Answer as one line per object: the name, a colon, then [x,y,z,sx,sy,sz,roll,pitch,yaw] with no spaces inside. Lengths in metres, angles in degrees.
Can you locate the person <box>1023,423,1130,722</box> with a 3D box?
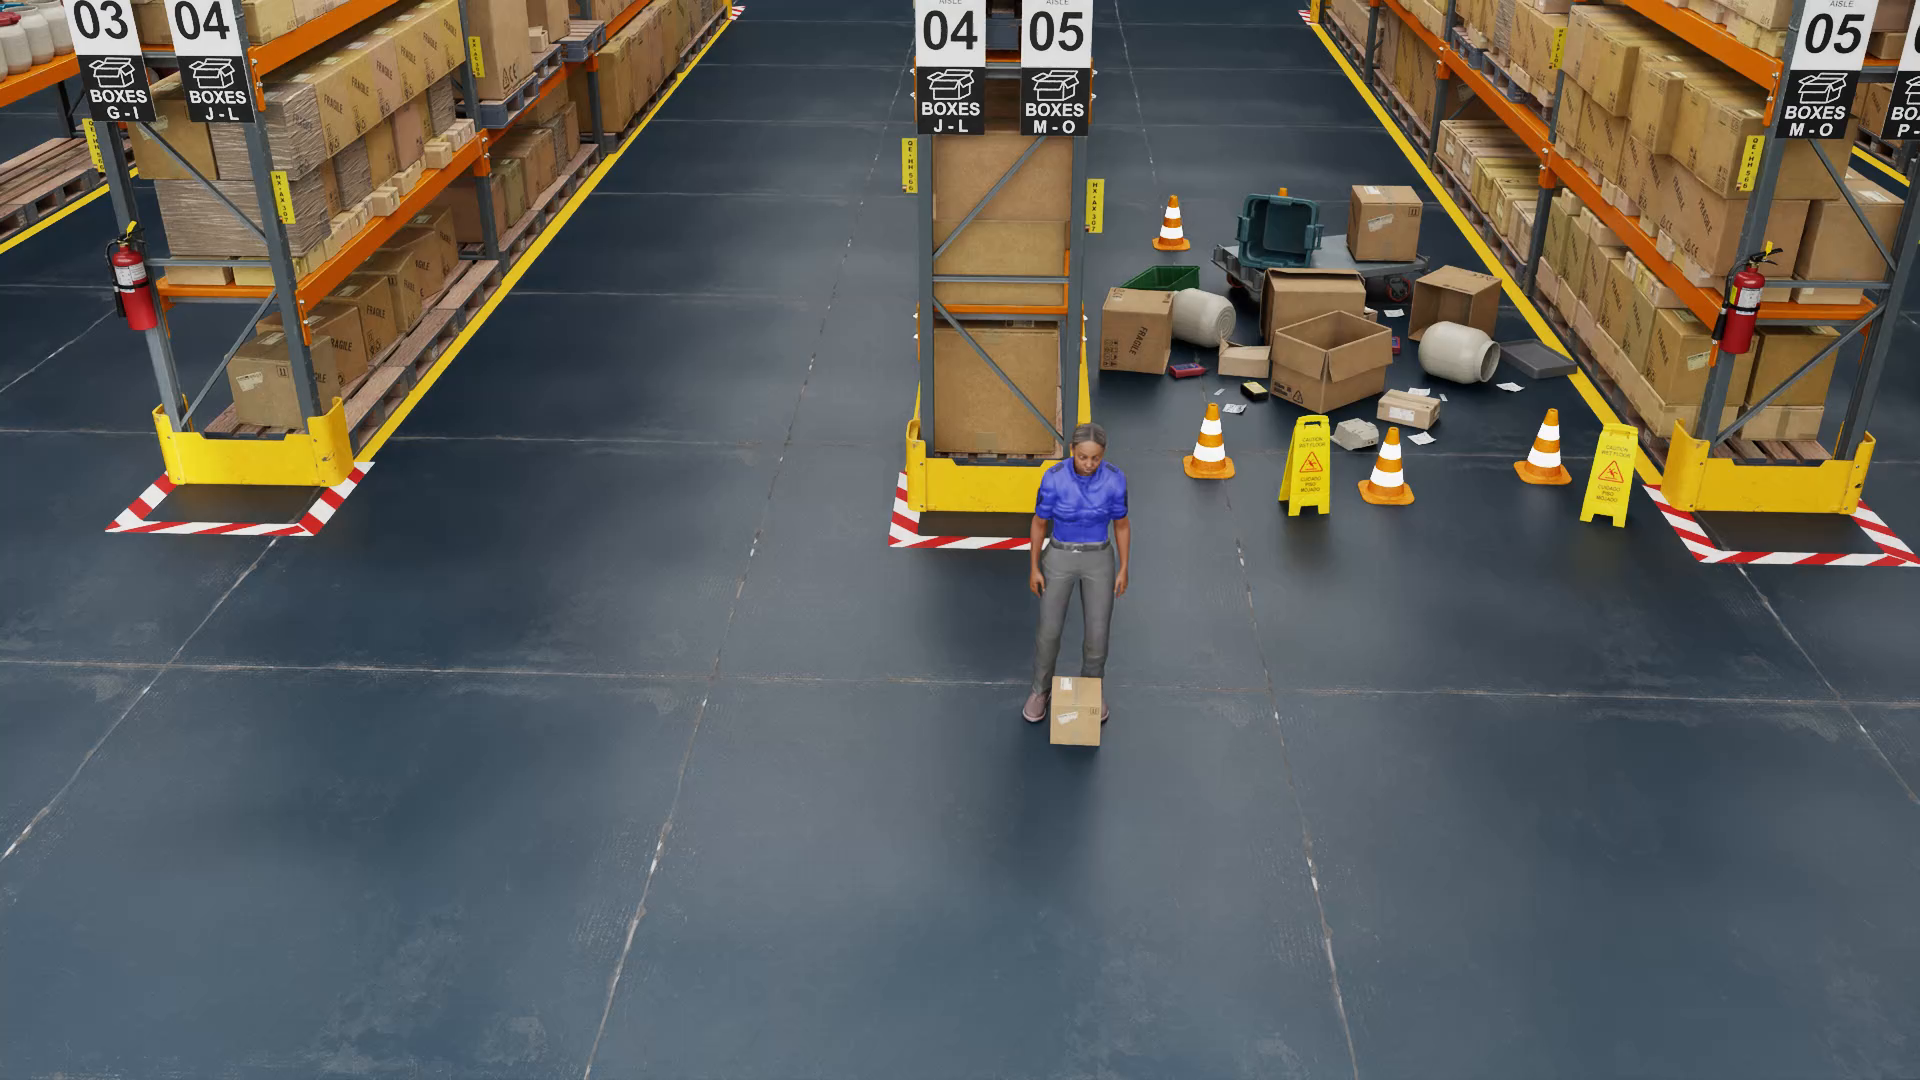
person: [0.589,0.145,8.356,0.521,1.655,0.351,0,28,1]
